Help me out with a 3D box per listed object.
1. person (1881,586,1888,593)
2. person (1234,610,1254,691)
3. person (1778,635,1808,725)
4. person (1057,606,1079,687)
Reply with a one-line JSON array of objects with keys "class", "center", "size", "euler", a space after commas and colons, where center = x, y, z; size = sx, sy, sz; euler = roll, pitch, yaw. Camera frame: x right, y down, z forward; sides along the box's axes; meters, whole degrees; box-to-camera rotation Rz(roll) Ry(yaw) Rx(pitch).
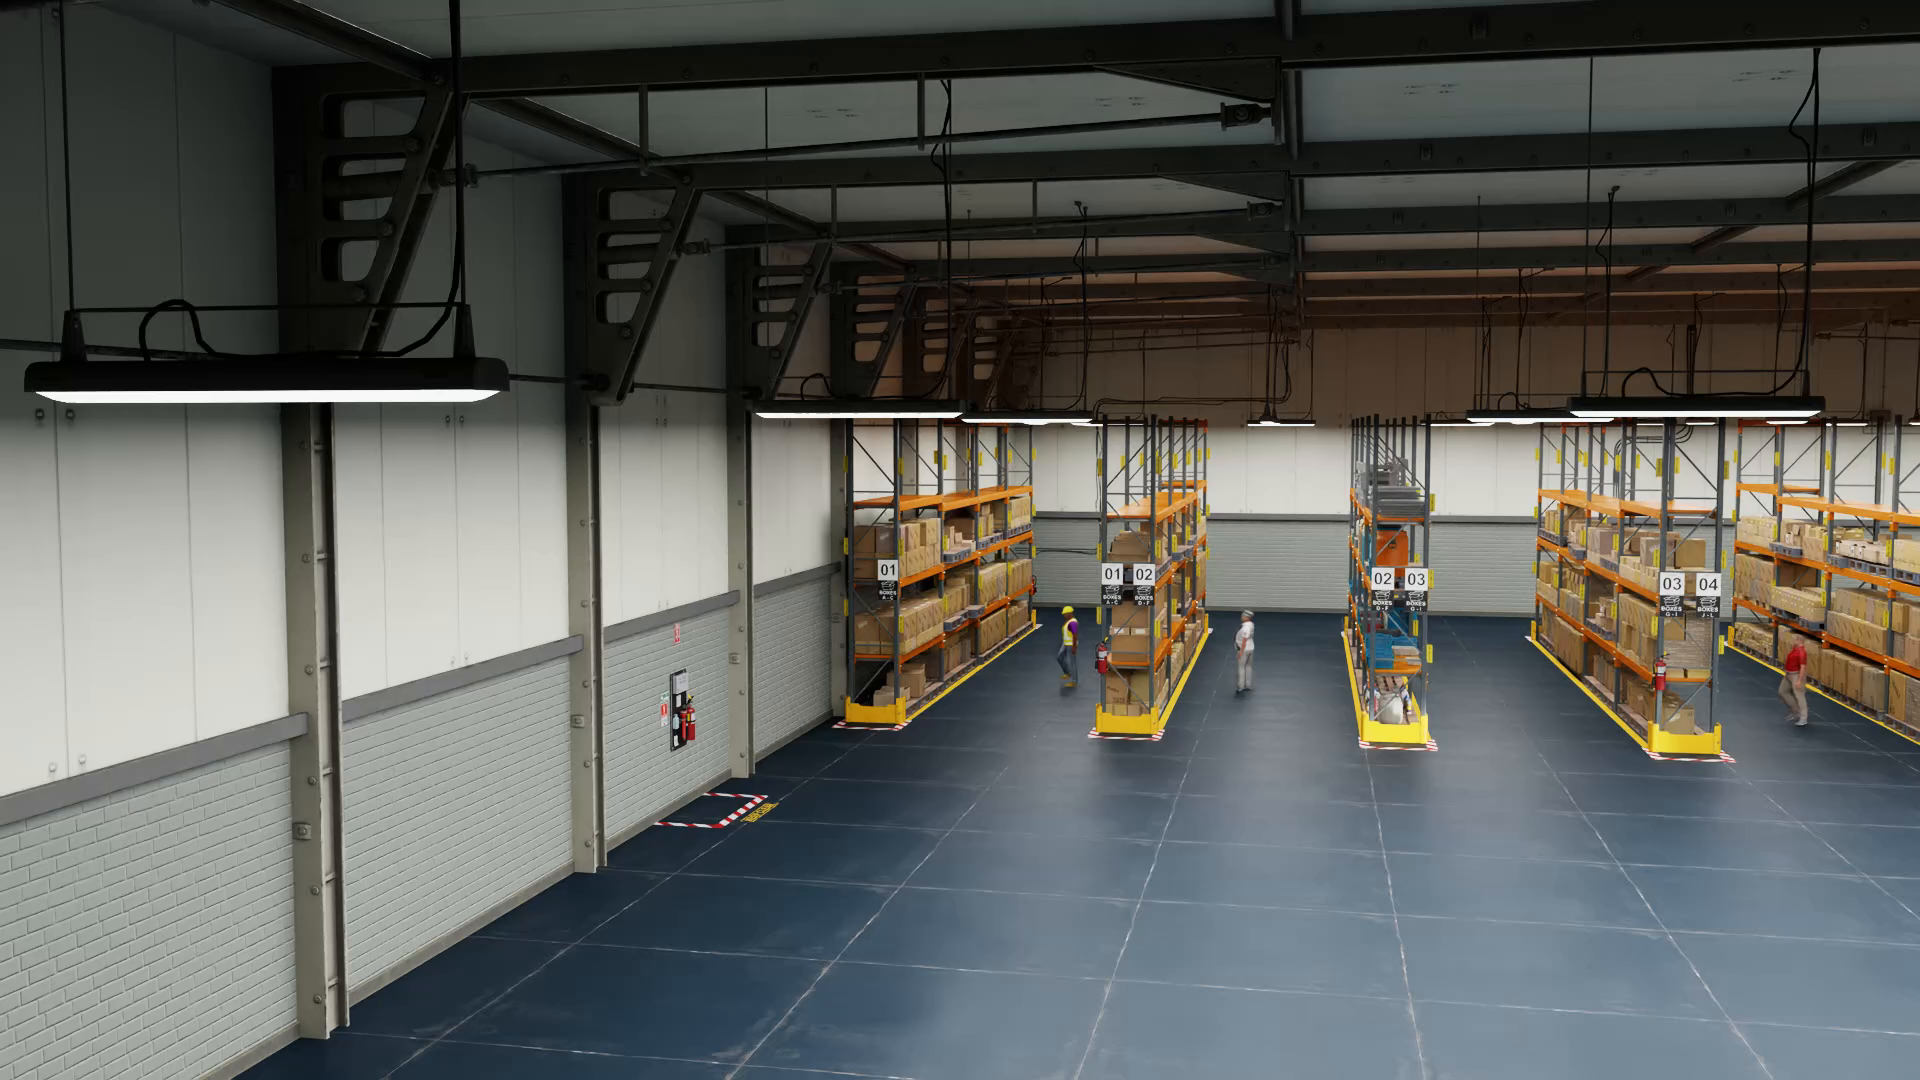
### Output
[{"class": "person", "center": [24.230, 1.941, 43.573], "size": [0.545, 1.773, 0.663], "euler": [2, 4, 31]}, {"class": "person", "center": [6.219, 2.411, 36.472], "size": [0.469, 1.782, 0.538], "euler": [3, 5, 37]}, {"class": "person", "center": [16.264, 2.703, 32.330], "size": [0.390, 1.741, 0.677], "euler": [0, 4, -2]}, {"class": "person", "center": [2.414, 2.359, 37.174], "size": [0.457, 1.768, 0.630], "euler": [-1, 4, -8]}]
